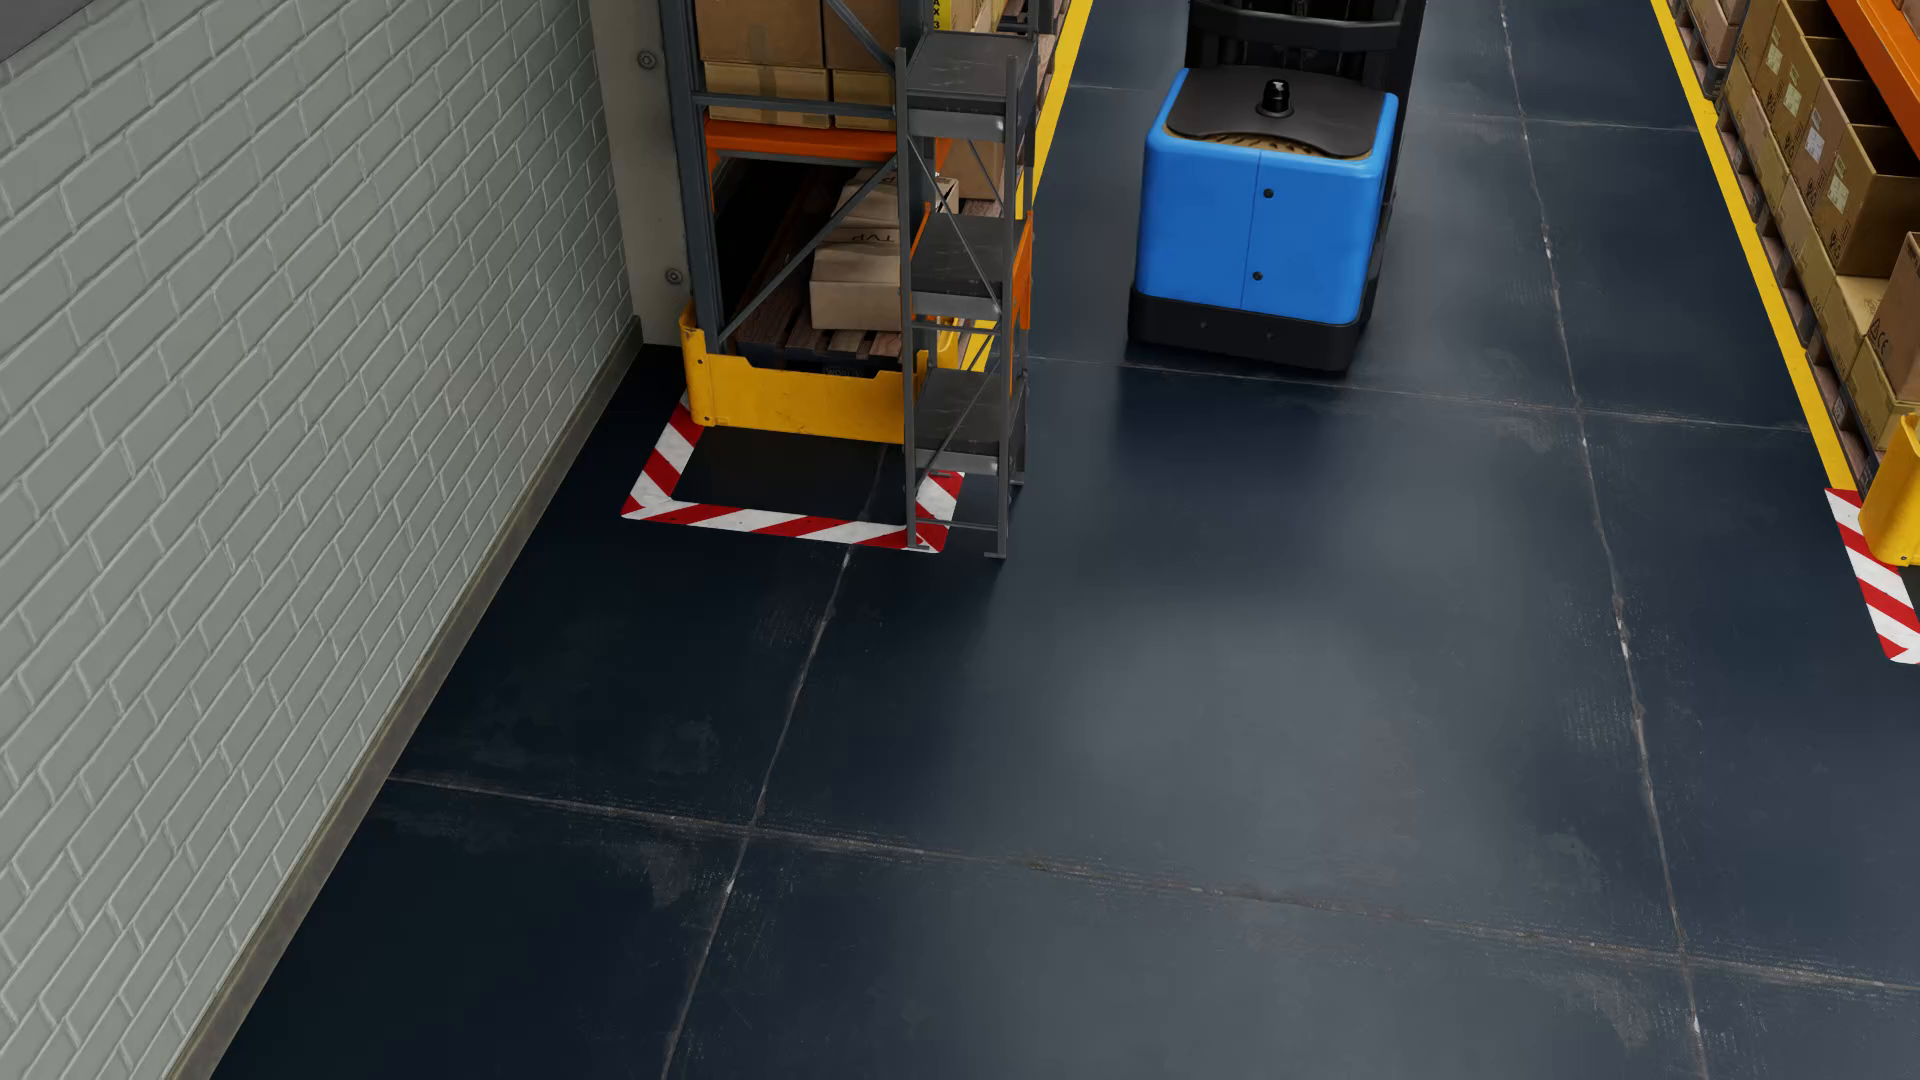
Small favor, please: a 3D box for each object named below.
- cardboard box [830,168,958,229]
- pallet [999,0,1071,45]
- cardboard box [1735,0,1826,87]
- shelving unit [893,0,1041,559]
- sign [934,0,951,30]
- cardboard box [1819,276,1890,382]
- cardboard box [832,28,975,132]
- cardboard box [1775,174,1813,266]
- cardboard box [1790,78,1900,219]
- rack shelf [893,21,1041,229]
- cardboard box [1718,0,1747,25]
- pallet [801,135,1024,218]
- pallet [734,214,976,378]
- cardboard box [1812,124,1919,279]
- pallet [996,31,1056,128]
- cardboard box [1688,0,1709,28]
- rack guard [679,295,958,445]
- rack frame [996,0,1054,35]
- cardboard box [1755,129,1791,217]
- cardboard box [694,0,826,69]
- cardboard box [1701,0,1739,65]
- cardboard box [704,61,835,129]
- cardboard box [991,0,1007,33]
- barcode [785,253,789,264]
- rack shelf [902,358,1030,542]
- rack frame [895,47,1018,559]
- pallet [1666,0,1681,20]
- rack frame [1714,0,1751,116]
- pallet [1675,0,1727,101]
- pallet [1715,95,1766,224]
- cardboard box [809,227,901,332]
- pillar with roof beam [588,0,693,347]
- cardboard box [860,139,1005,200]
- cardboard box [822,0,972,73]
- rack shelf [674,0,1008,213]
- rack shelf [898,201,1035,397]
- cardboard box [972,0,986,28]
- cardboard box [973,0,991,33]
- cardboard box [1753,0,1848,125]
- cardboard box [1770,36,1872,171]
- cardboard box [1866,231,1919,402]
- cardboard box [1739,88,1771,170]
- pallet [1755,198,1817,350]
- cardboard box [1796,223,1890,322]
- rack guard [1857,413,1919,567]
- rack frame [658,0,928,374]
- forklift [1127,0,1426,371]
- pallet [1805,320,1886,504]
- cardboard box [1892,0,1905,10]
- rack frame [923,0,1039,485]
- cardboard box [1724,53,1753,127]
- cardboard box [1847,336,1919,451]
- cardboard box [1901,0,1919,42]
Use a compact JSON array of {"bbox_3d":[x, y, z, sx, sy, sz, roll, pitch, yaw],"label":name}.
[{"bbox_3d":[-0.311,-1.583,8.075,0.500,0.311,0.500,10,41,11],"label":"cardboard box"},{"bbox_3d":[0.207,-3.592,10.929,1.003,0.211,1.213,6,40,8],"label":"pallet"},{"bbox_3d":[4.565,-2.769,8.985,0.500,0.500,0.500,6,40,8],"label":"cardboard box"},{"bbox_3d":[0.029,-0.913,6.206,0.431,2.100,0.503,6,40,8],"label":"shelving unit"},{"bbox_3d":[-0.084,-1.942,6.065,0.100,0.325,0.005,6,40,8],"label":"sign"},{"bbox_3d":[4.138,-0.910,7.325,0.500,0.250,0.500,6,40,8],"label":"cardboard box"},{"bbox_3d":[-0.221,-1.889,6.782,0.500,0.250,0.500,5,40,6],"label":"cardboard box"},{"bbox_3d":[4.311,-1.538,8.084,0.500,0.250,0.500,6,40,8],"label":"cardboard box"},{"bbox_3d":[4.307,-1.827,7.846,0.500,0.500,0.500,6,40,8],"label":"cardboard box"},{"bbox_3d":[0.029,-1.442,5.769,0.431,0.518,0.480,6,40,8],"label":"rack shelf"},{"bbox_3d":[4.741,-3.238,9.701,0.500,0.311,0.500,6,40,8],"label":"cardboard box"},{"bbox_3d":[-0.216,-1.910,8.894,1.003,0.211,1.213,6,40,8],"label":"pallet"},{"bbox_3d":[-0.430,-1.147,7.971,1.003,0.211,1.213,6,40,8],"label":"pallet"},{"bbox_3d":[4.220,-1.513,7.466,0.500,0.500,0.500,6,40,8],"label":"cardboard box"},{"bbox_3d":[-0.007,-2.678,9.823,1.003,0.211,1.213,6,40,8],"label":"pallet"},{"bbox_3d":[4.829,-3.346,10.271,0.500,0.250,0.500,6,40,7],"label":"cardboard box"},{"bbox_3d":[-0.605,-0.752,7.267,1.175,0.500,0.348,6,40,8],"label":"rack guard"},{"bbox_3d":[0.074,-4.178,9.449,1.000,3.000,0.127,6,40,8],"label":"rack frame"},{"bbox_3d":[4.392,-1.852,8.464,0.500,0.250,0.500,6,40,8],"label":"cardboard box"},{"bbox_3d":[-0.746,-2.226,6.602,0.500,0.500,0.500,6,40,7],"label":"cardboard box"},{"bbox_3d":[4.740,-3.028,9.887,0.500,0.250,0.500,6,40,7],"label":"cardboard box"},{"bbox_3d":[-0.728,-1.932,6.835,0.500,0.250,0.500,7,40,8],"label":"cardboard box"},{"bbox_3d":[-0.051,-2.535,7.564,0.500,0.250,0.500,6,40,7],"label":"cardboard box"},{"bbox_3d":[-0.801,-1.284,7.707,0.001,0.075,0.075,6,40,8],"label":"barcode"},{"bbox_3d":[0.029,-0.363,6.661,0.431,0.518,0.480,6,40,8],"label":"rack shelf"},{"bbox_3d":[-0.013,-0.760,6.021,0.400,2.100,0.015,6,40,8],"label":"rack frame"},{"bbox_3d":[5.251,-3.794,11.173,1.003,0.211,1.213,6,40,8],"label":"pallet"},{"bbox_3d":[4.954,-3.634,8.791,1.000,3.000,0.127,6,40,8],"label":"rack frame"},{"bbox_3d":[5.043,-3.026,10.244,1.003,0.211,1.213,6,40,8],"label":"pallet"},{"bbox_3d":[4.775,-2.065,9.082,1.003,0.211,1.213,6,40,8],"label":"pallet"},{"bbox_3d":[-0.410,-1.225,7.643,0.500,0.311,0.500,2,40,3],"label":"cardboard box"},{"bbox_3d":[2.891,-4.040,4.574,9.100,9.000,0.400,6,40,8],"label":"pillar with roof beam"},{"bbox_3d":[-0.135,-2.111,8.565,0.700,0.500,0.500,4,40,5],"label":"cardboard box"},{"bbox_3d":[-0.240,-2.173,6.538,0.500,0.500,0.500,6,40,8],"label":"cardboard box"},{"bbox_3d":[-0.272,-2.646,8.160,1.077,0.370,4.000,6,40,8],"label":"rack shelf"},{"bbox_3d":[0.029,-0.903,6.215,0.431,0.518,0.480,6,40,8],"label":"rack shelf"},{"bbox_3d":[-0.144,-2.482,6.912,0.500,0.500,0.500,7,40,8],"label":"cardboard box"},{"bbox_3d":[-0.145,-2.216,7.178,0.500,0.250,0.500,5,40,6],"label":"cardboard box"},{"bbox_3d":[4.486,-2.454,8.604,0.500,0.500,0.500,6,40,8],"label":"cardboard box"},{"bbox_3d":[4.392,-2.141,8.225,0.500,0.500,0.500,6,40,8],"label":"cardboard box"},{"bbox_3d":[4.061,-0.884,6.705,0.500,0.500,0.500,6,40,8],"label":"cardboard box"},{"bbox_3d":[4.483,-2.165,8.843,0.500,0.250,0.500,6,40,8],"label":"cardboard box"},{"bbox_3d":[4.566,-1.297,8.153,1.003,0.211,1.213,6,40,8],"label":"pallet"},{"bbox_3d":[4.223,-1.224,7.705,0.500,0.250,0.500,6,40,8],"label":"cardboard box"},{"bbox_3d":[4.257,-0.145,6.533,1.175,0.500,0.348,6,40,8],"label":"rack guard"},{"bbox_3d":[-0.618,-1.668,6.413,1.000,3.000,0.127,6,40,8],"label":"rack frame"},{"bbox_3d":[1.706,-2.846,7.893,1.130,2.935,3.031,11,41,13],"label":"forklift"},{"bbox_3d":[4.352,-0.534,7.230,1.003,0.211,1.213,6,40,8],"label":"pallet"},{"bbox_3d":[4.707,-2.747,7.640,0.700,0.500,0.500,7,40,8],"label":"cardboard box"},{"bbox_3d":[0.071,-1.066,6.392,0.400,2.100,0.015,6,40,8],"label":"rack frame"},{"bbox_3d":[4.575,-2.479,9.222,0.500,0.250,0.500,6,40,8],"label":"cardboard box"},{"bbox_3d":[4.063,-0.595,6.944,0.500,0.250,0.500,6,40,8],"label":"cardboard box"},{"bbox_3d":[4.620,-2.426,7.251,0.700,0.500,0.500,8,40,9],"label":"cardboard box"}]
